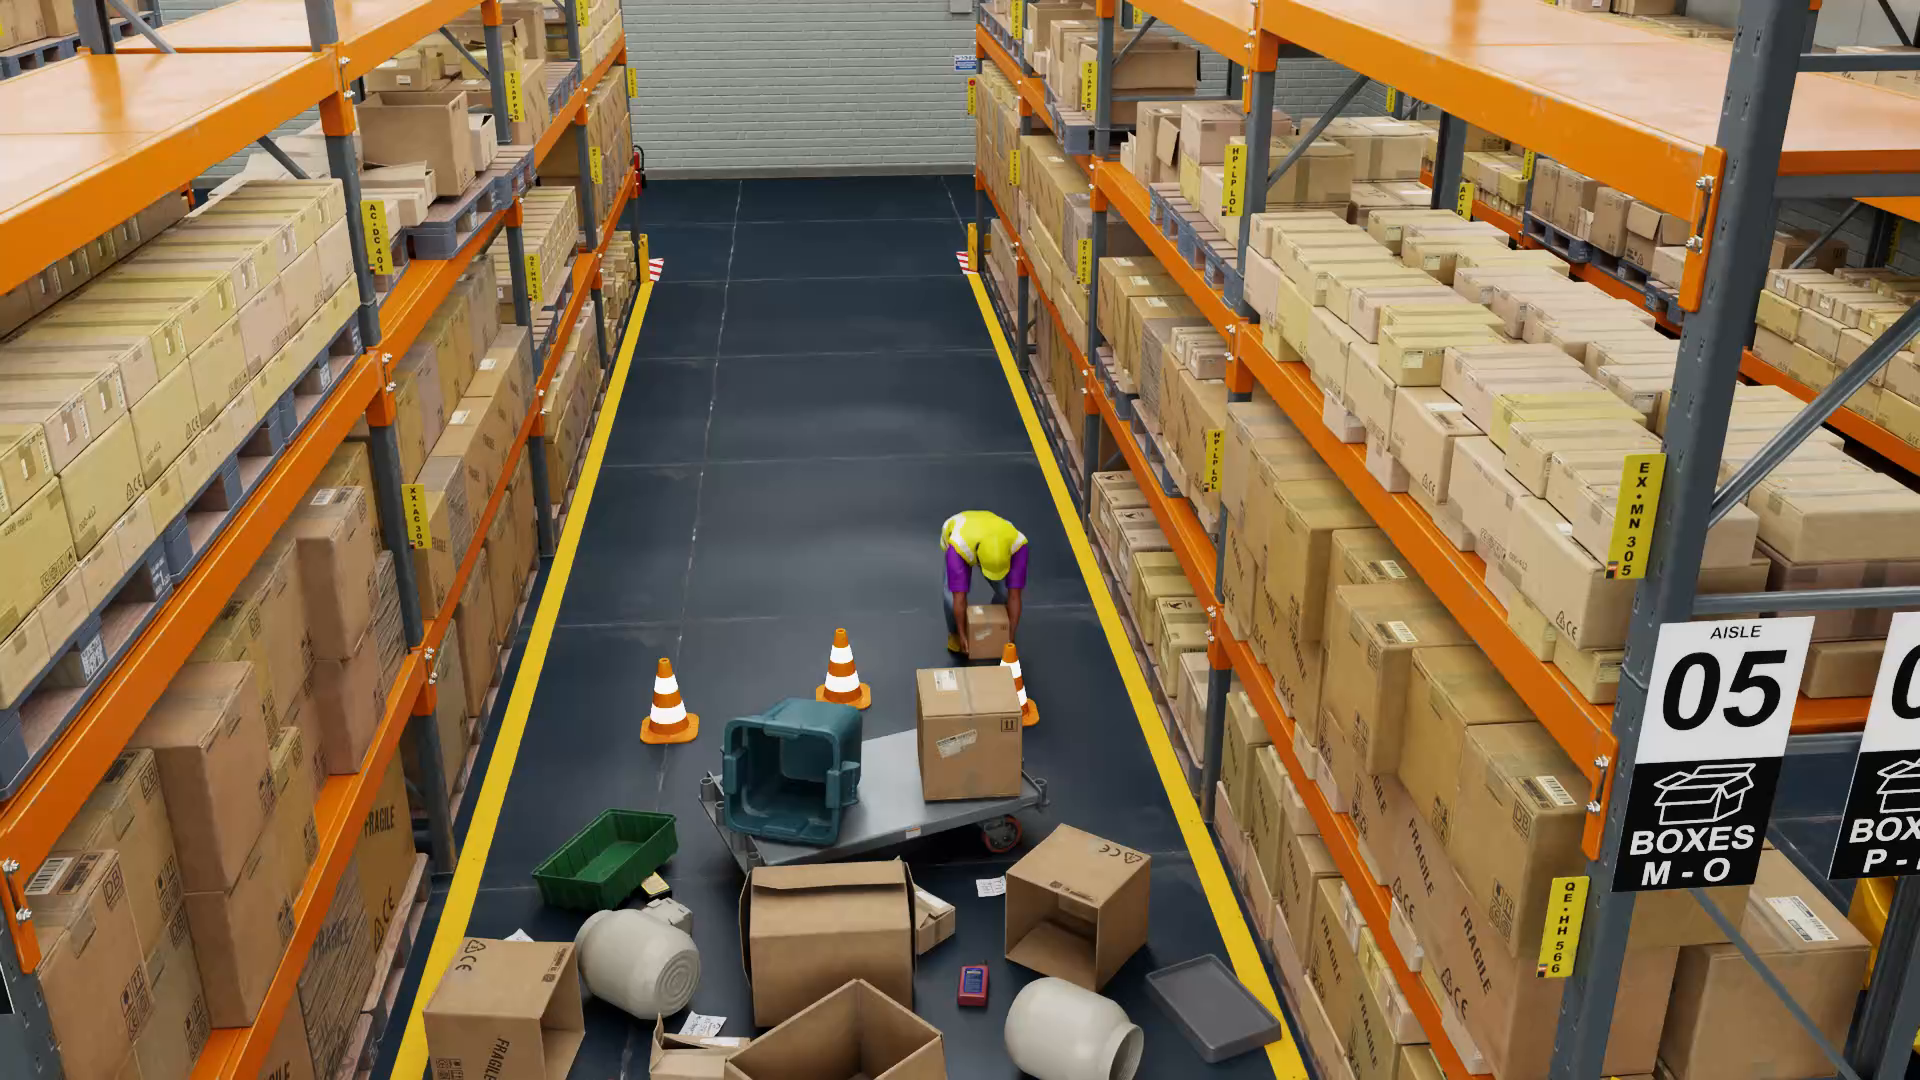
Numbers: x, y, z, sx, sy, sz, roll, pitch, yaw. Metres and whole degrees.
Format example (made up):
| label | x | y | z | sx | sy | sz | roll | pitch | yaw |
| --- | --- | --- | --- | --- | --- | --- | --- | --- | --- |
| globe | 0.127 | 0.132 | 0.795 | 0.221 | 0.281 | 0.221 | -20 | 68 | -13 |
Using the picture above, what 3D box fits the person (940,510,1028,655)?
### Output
| label | x | y | z | sx | sy | sz | roll | pitch | yaw |
| --- | --- | --- | --- | --- | --- | --- | --- | --- | --- |
| person | 0.152 | 0.283 | 10.593 | 0.526 | 1.011 | 0.956 | -3 | 24 | -7 |
